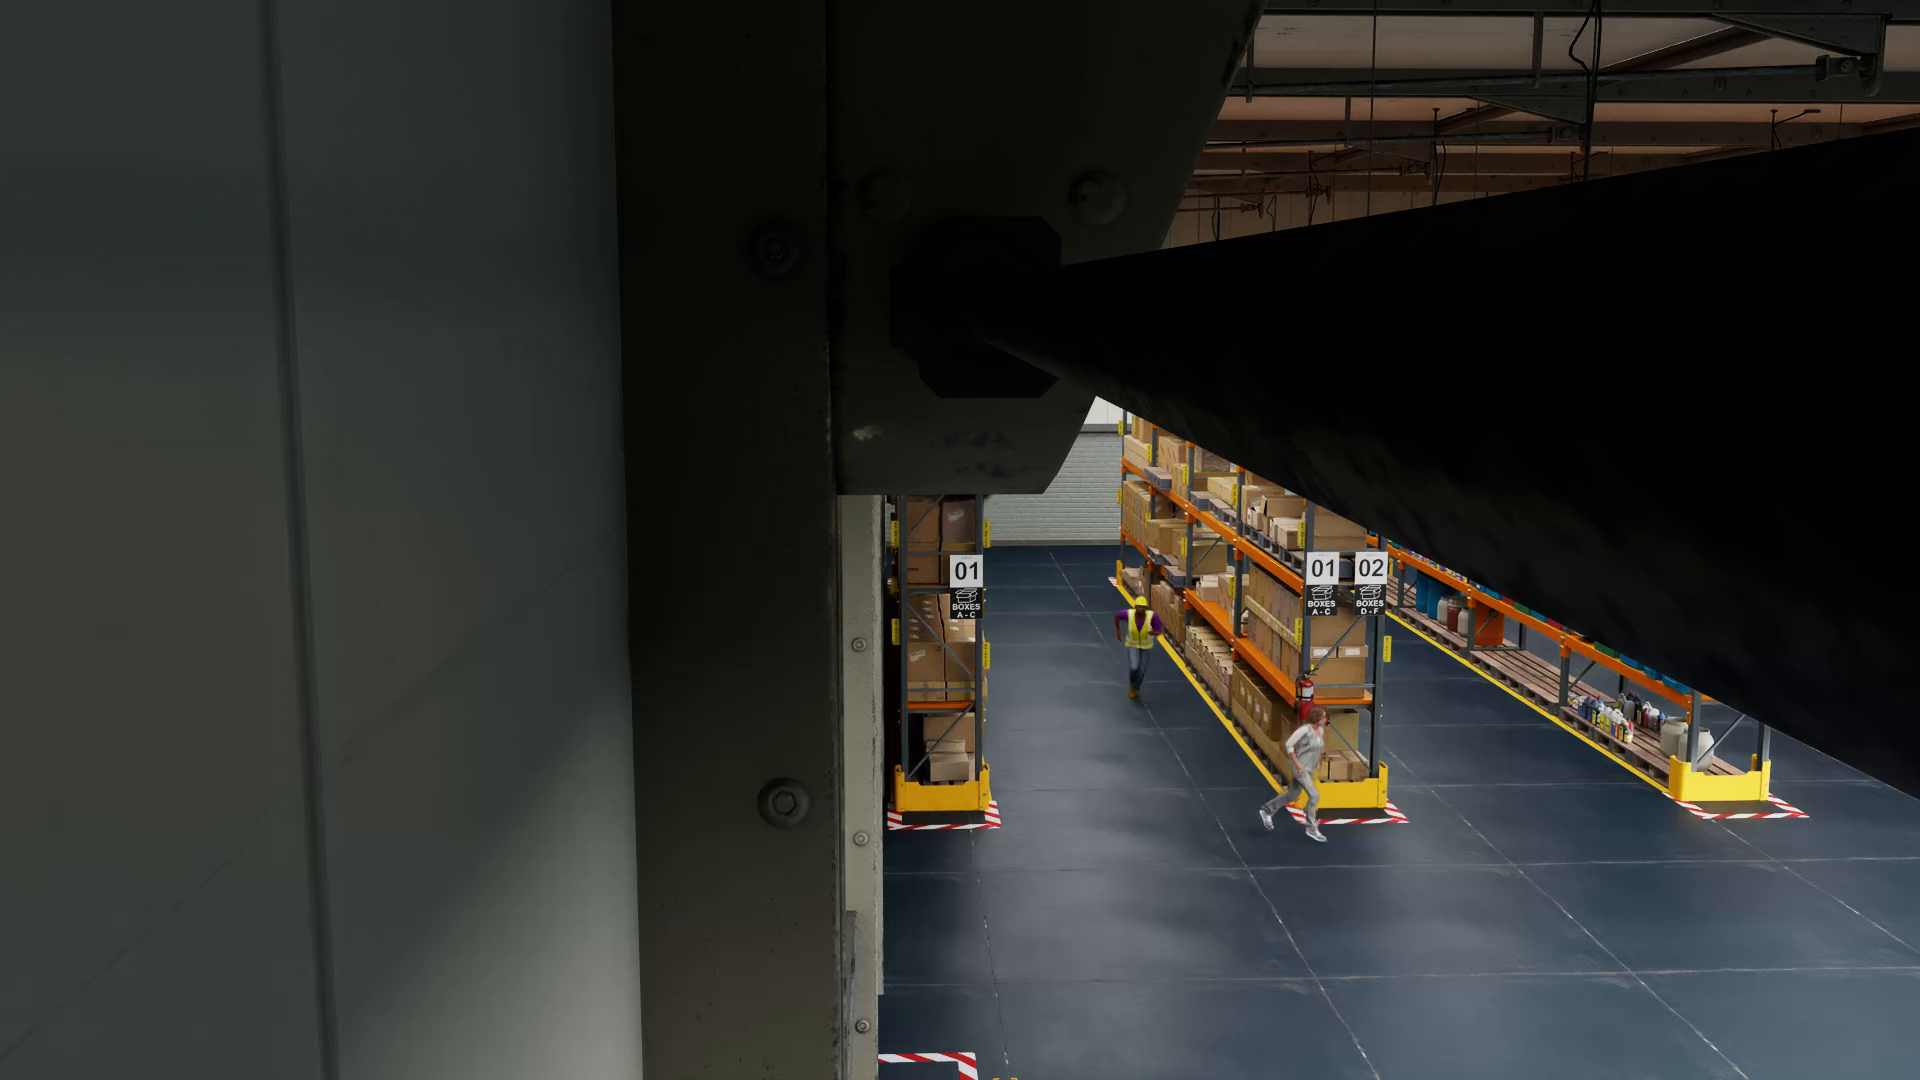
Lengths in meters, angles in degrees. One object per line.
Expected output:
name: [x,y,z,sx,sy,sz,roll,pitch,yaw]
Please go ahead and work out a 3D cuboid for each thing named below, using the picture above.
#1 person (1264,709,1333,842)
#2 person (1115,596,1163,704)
person: [3.996,2.714,19.562,0.822,1.549,0.519,6,11,37]
person: [2.773,1.683,25.787,0.683,1.706,0.912,0,8,-3]
